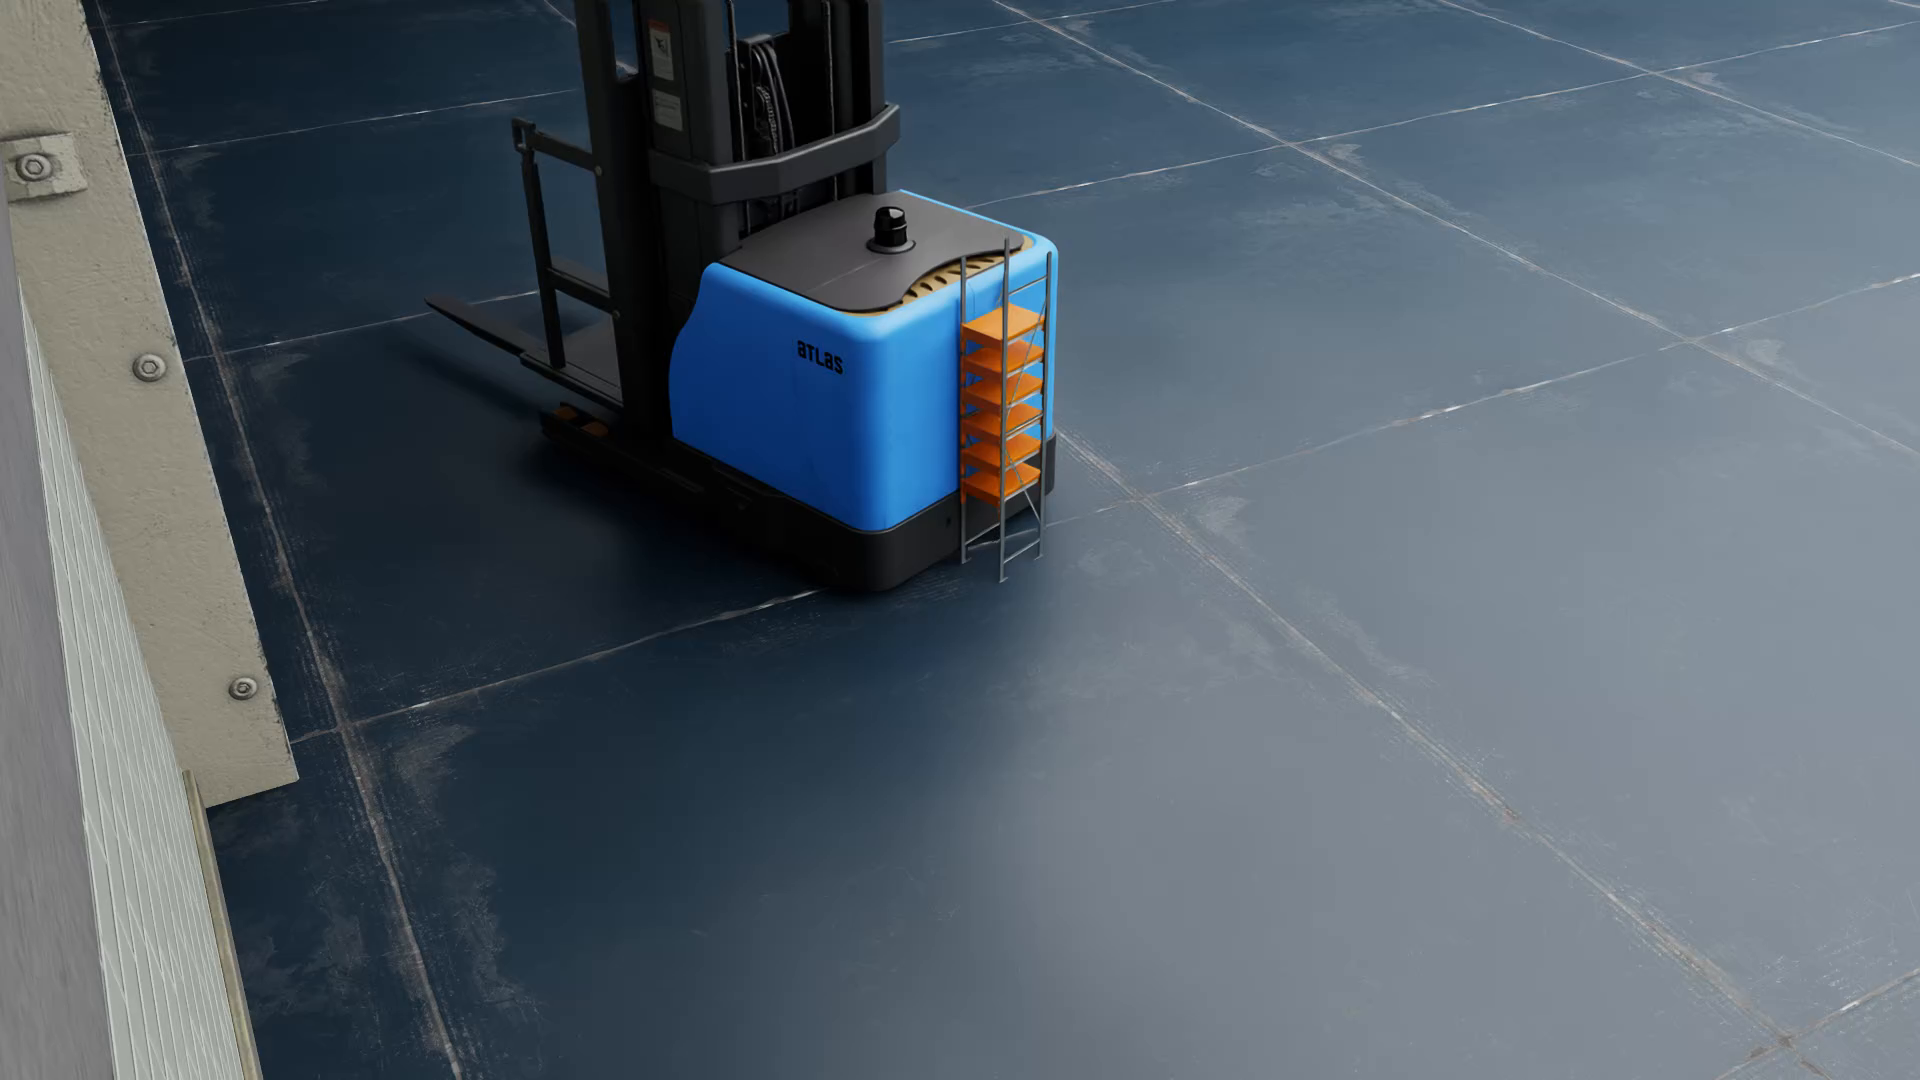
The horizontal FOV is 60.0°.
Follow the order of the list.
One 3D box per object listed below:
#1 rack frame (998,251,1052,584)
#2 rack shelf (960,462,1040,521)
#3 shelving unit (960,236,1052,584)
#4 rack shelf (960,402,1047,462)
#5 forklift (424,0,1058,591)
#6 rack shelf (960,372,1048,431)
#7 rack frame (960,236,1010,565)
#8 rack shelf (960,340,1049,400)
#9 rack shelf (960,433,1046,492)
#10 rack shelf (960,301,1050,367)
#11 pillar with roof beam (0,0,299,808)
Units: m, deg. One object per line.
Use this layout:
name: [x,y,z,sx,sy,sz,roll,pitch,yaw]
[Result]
rack frame: [0.220,-0.396,5.711,0.006,1.200,0.240,26,41,34]
rack shelf: [0.152,-0.190,5.916,0.180,0.103,0.258,26,41,34]
shelving unit: [0.152,-0.429,5.763,0.189,1.200,0.258,26,41,34]
rack shelf: [0.152,-0.392,5.787,0.180,0.103,0.258,26,41,34]
forklift: [-1.070,-1.726,6.182,3.031,2.935,1.130,26,41,34]
rack shelf: [0.152,-0.493,5.722,0.180,0.103,0.258,26,41,34]
rack frame: [0.084,-0.462,5.814,0.006,1.200,0.240,26,41,34]
rack shelf: [0.152,-0.594,5.657,0.180,0.103,0.258,26,41,34]
rack shelf: [0.152,-0.291,5.851,0.180,0.103,0.258,26,41,34]
rack shelf: [0.152,-0.695,5.592,0.180,0.103,0.258,26,41,34]
pillar with roof beam: [1.568,-4.197,4.414,9.100,9.000,0.400,-16,36,-23]
